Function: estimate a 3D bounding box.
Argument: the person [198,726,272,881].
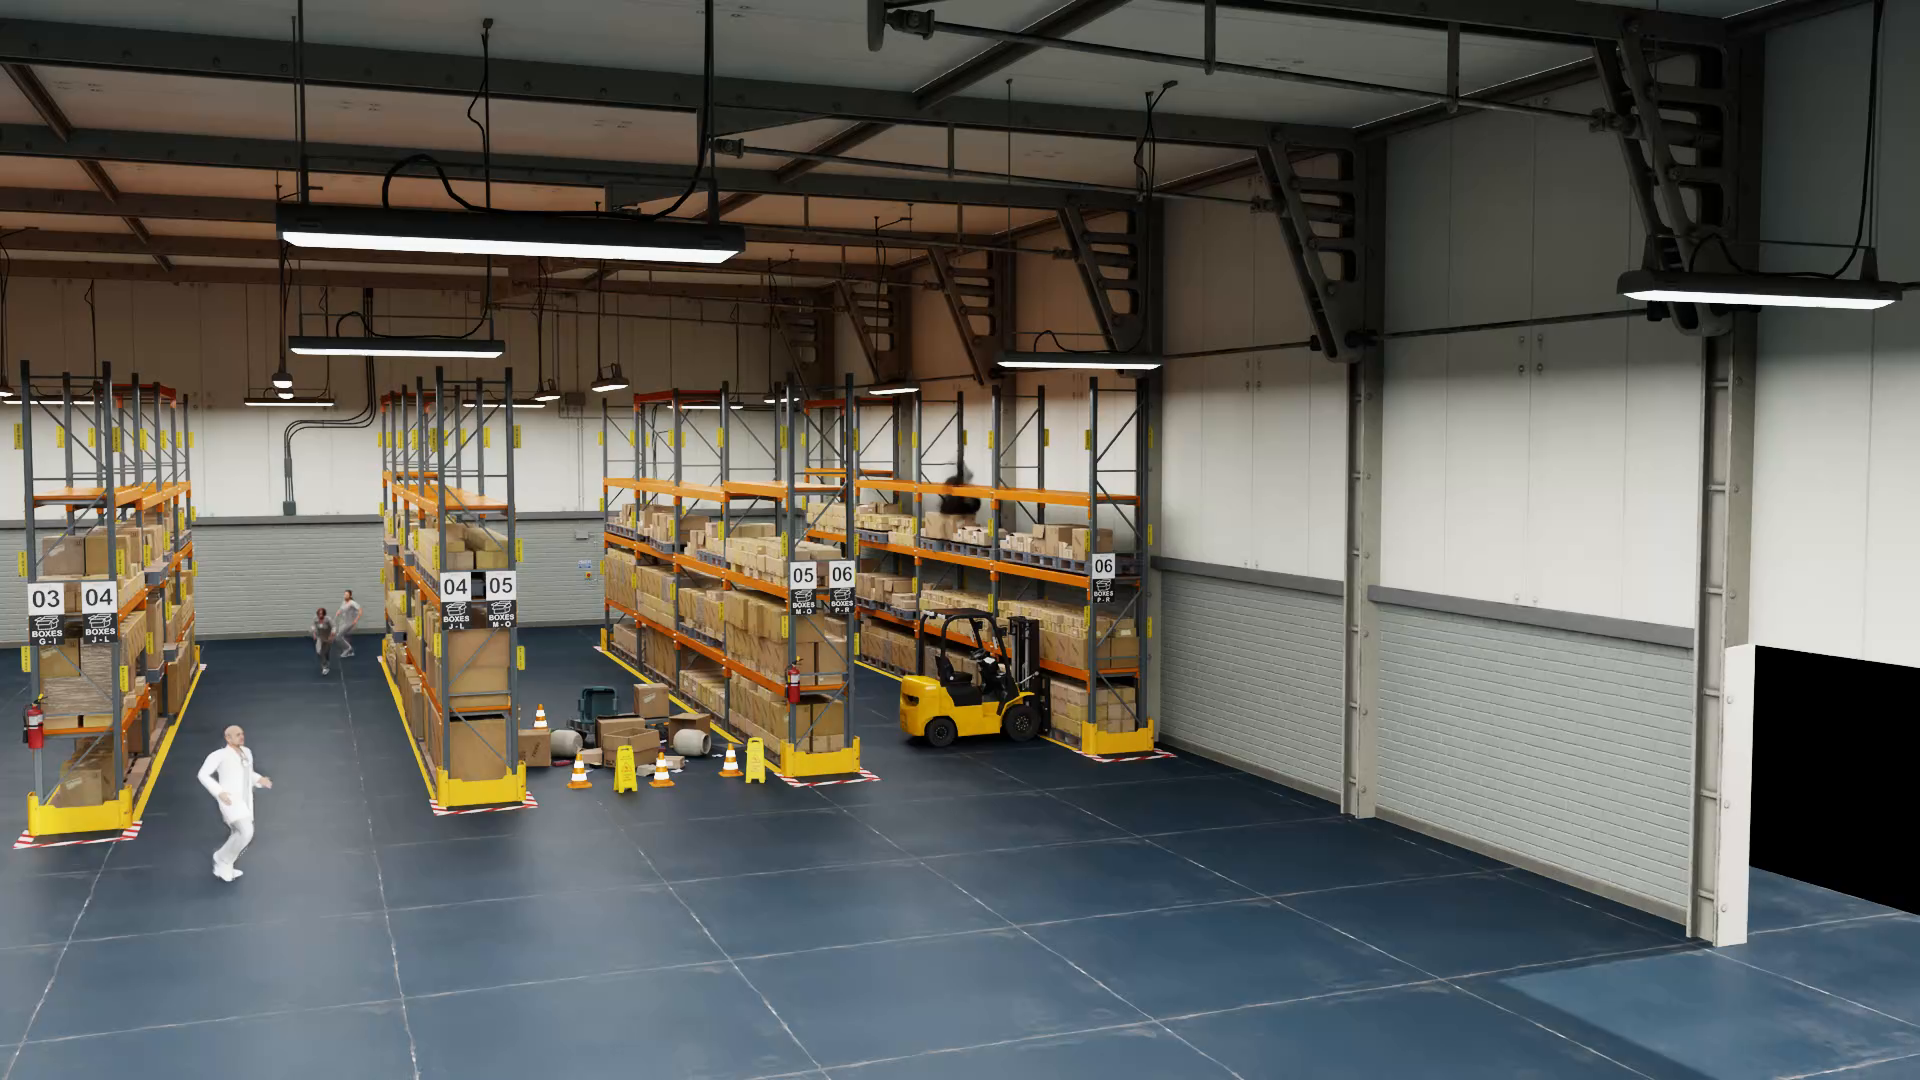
[{"bbox_3d":[-8.199,2.992,18.890,0.695,1.739,0.680,1,4,14],"label":"person"}]

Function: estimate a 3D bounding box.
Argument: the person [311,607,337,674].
[{"bbox_3d":[-13.644,2.149,35.774,0.534,1.447,0.912,0,3,-8],"label":"person"}]

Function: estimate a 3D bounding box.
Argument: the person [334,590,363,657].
[{"bbox_3d":[-14.082,1.922,38.186,0.702,1.588,0.612,3,4,37],"label":"person"}]
